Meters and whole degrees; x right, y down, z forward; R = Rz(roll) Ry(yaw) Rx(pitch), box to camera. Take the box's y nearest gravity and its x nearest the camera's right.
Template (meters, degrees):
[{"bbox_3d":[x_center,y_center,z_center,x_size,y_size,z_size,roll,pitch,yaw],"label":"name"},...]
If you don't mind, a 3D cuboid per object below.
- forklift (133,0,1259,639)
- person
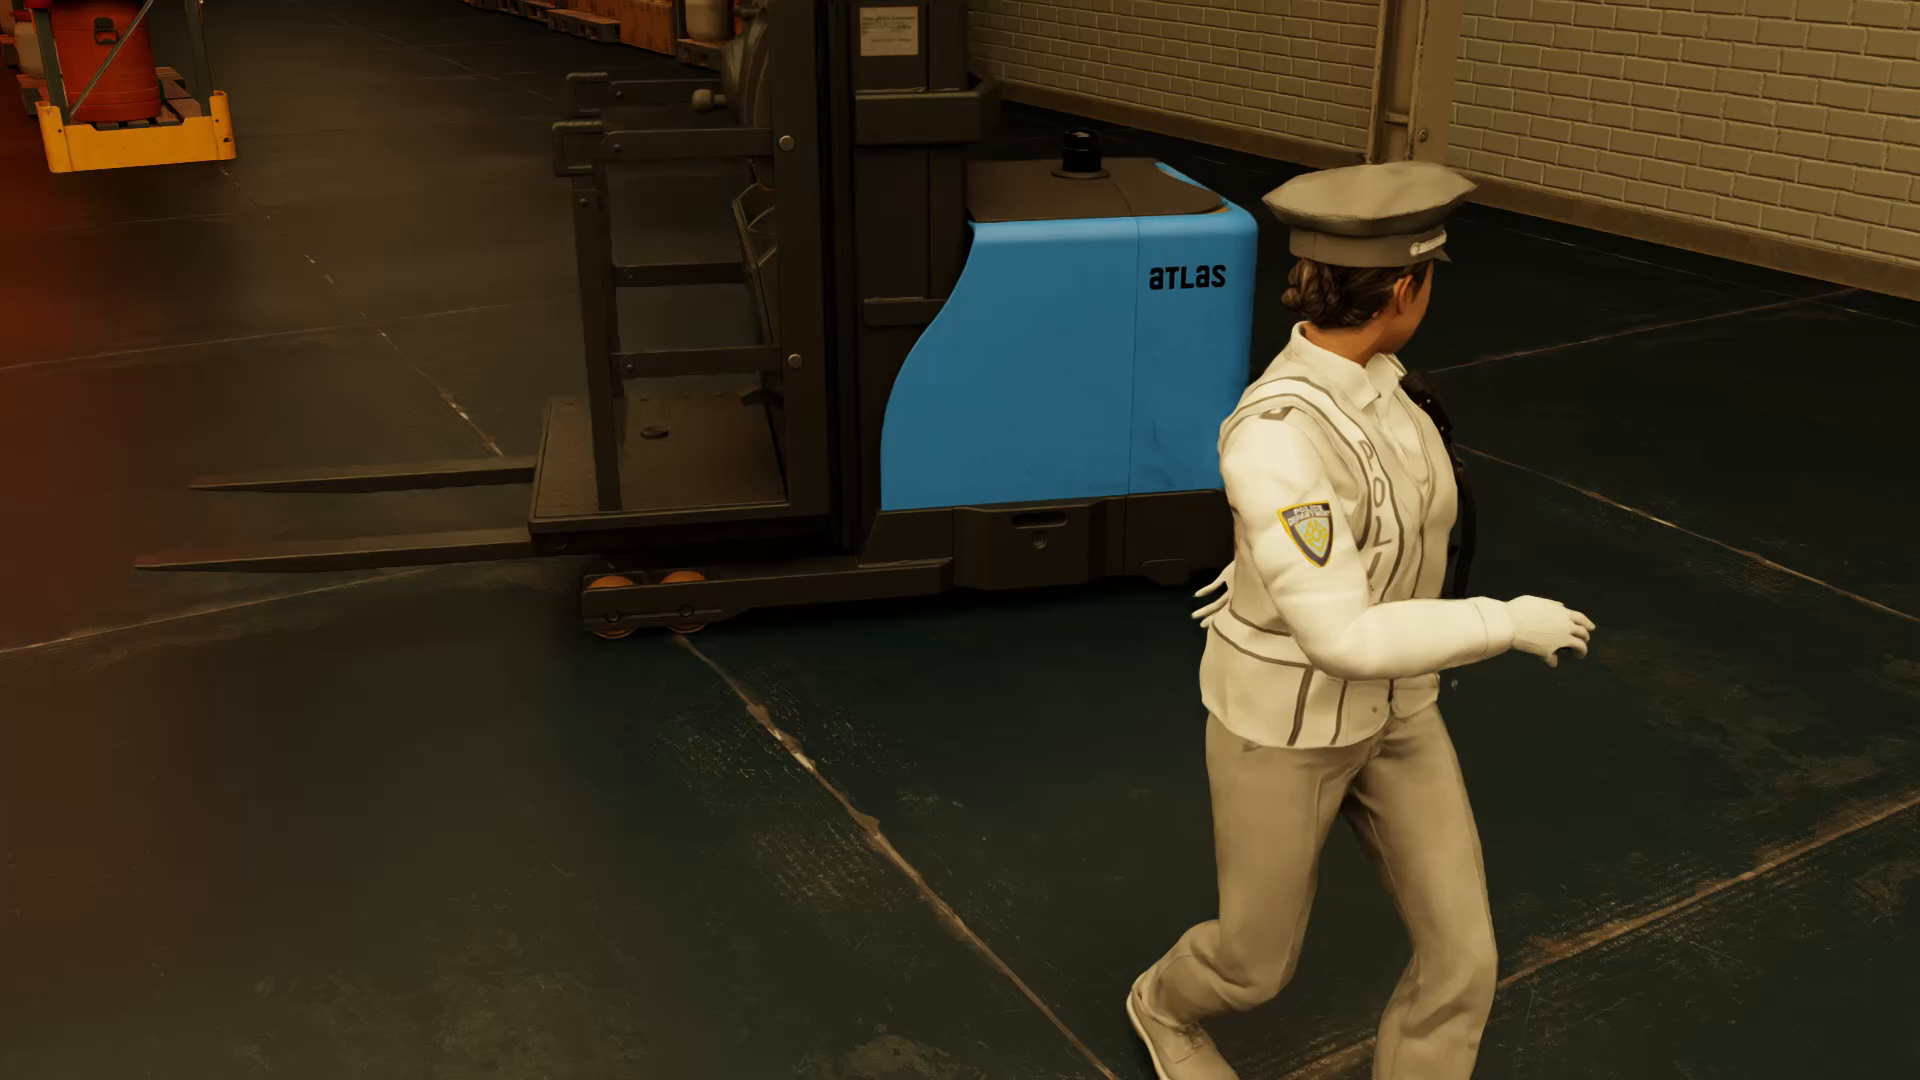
[{"bbox_3d":[-0.749,-1.306,4.457,3.031,2.935,1.130,-4,23,-10],"label":"forklift"},{"bbox_3d":[0.551,0.270,2.437,0.506,1.611,0.897,-15,27,-33],"label":"person"}]
